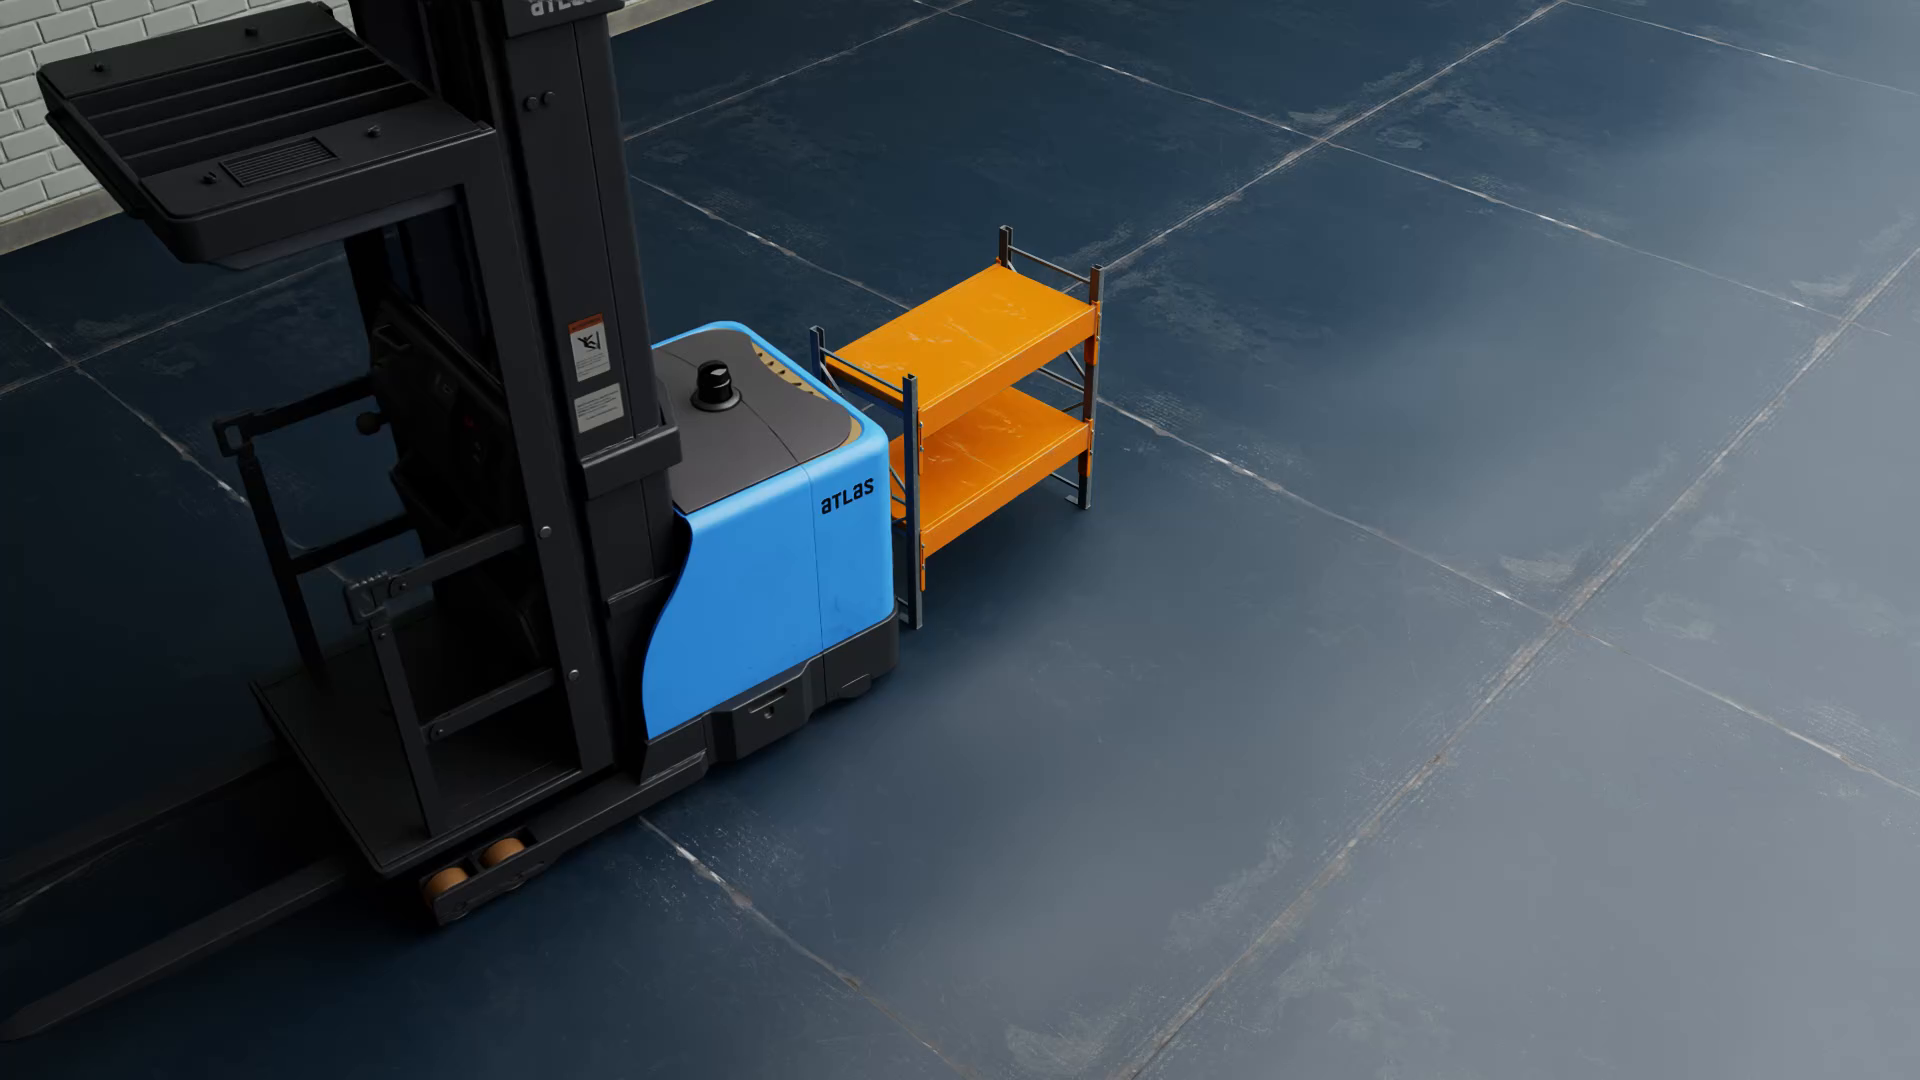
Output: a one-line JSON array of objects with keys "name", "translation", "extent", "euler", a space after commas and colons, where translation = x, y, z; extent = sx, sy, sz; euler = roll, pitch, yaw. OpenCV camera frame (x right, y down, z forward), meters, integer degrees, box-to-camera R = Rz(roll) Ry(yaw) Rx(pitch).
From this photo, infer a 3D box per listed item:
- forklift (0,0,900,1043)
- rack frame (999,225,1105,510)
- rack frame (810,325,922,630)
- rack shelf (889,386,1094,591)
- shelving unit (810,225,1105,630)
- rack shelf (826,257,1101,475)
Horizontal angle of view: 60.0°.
[{"name": "forklift", "translation": [-1.689, -0.322, 4.800], "extent": [3.031, 2.935, 1.130], "euler": [-26, 46, -29]}, {"name": "rack frame", "translation": [0.348, -0.677, 6.698], "extent": [0.500, 1.125, 0.032], "euler": [30, 47, 32]}, {"name": "rack frame", "translation": [-0.338, -0.210, 6.110], "extent": [0.500, 1.125, 0.032], "euler": [30, 47, 32]}, {"name": "rack shelf", "translation": [0.005, -0.252, 6.556], "extent": [0.538, 0.278, 1.000], "euler": [30, 47, 32]}, {"name": "shelving unit", "translation": [0.005, -0.443, 6.404], "extent": [0.538, 1.125, 1.048], "euler": [30, 47, 32]}, {"name": "rack shelf", "translation": [0.005, -0.672, 6.222], "extent": [0.538, 0.278, 1.000], "euler": [30, 47, 32]}]
